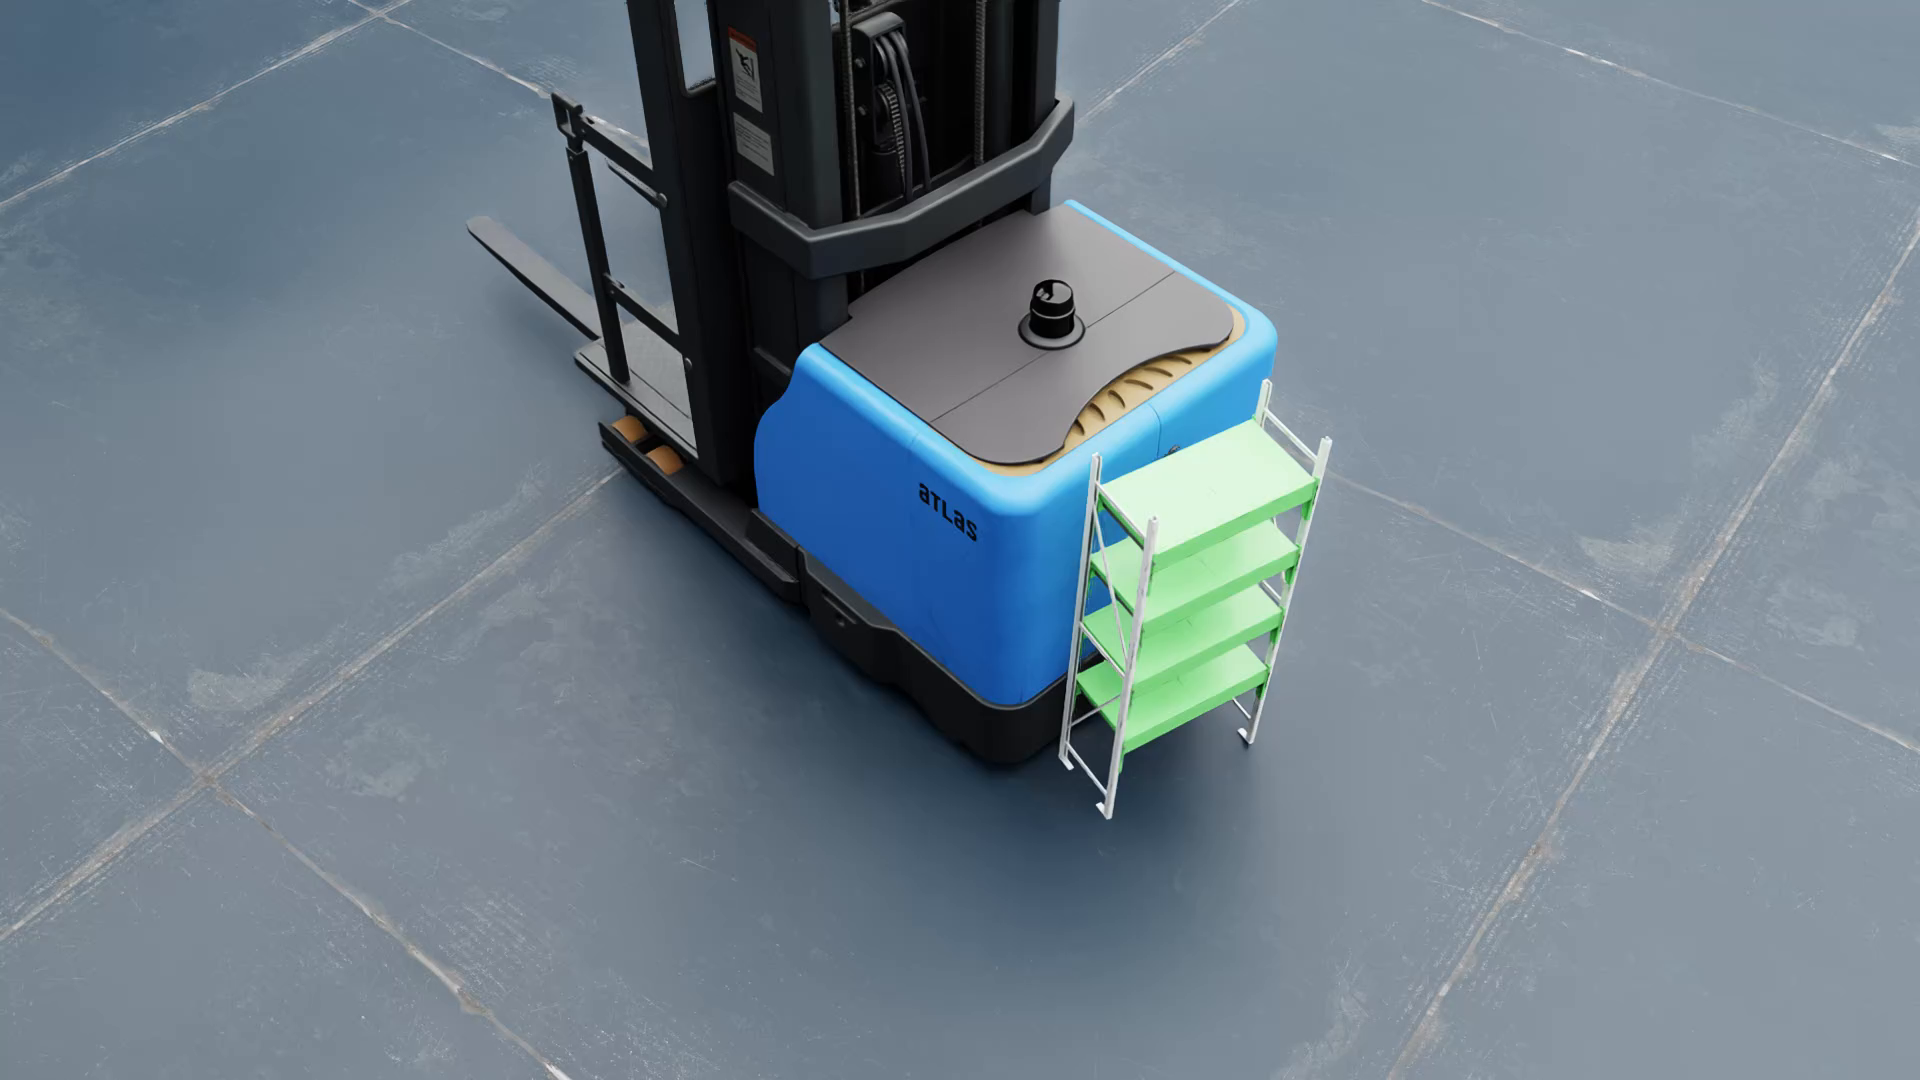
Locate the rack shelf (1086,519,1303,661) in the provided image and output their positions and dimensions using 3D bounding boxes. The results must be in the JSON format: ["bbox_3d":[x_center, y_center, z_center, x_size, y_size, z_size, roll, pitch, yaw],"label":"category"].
[{"bbox_3d":[0.568,0.073,4.101,0.480,0.148,0.258,-24,53,-21],"label":"rack shelf"}]

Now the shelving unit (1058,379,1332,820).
[{"bbox_3d":[0.564,0.190,4.232,0.503,1.200,0.258,-24,53,-21],"label":"shelving unit"}]

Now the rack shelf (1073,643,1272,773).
[{"bbox_3d":[0.559,0.393,4.458,0.480,0.148,0.258,-24,53,-21],"label":"rack shelf"}]

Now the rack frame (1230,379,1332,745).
[{"bbox_3d":[0.773,0.098,4.319,0.015,1.200,0.240,-24,53,-21],"label":"rack frame"}]

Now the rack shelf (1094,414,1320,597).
[{"bbox_3d":[0.573,-0.087,3.922,0.480,0.148,0.258,-24,53,-21],"label":"rack shelf"}]

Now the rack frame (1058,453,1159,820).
[{"bbox_3d":[0.356,0.282,4.144,0.015,1.200,0.240,-24,53,-21],"label":"rack frame"}]

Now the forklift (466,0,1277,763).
[{"bbox_3d":[-0.526,-1.378,4.539,1.130,2.935,3.031,-34,55,-28],"label":"forklift"}]

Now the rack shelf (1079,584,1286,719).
[{"bbox_3d":[0.563,0.233,4.279,0.480,0.148,0.258,-24,53,-21],"label":"rack shelf"}]
